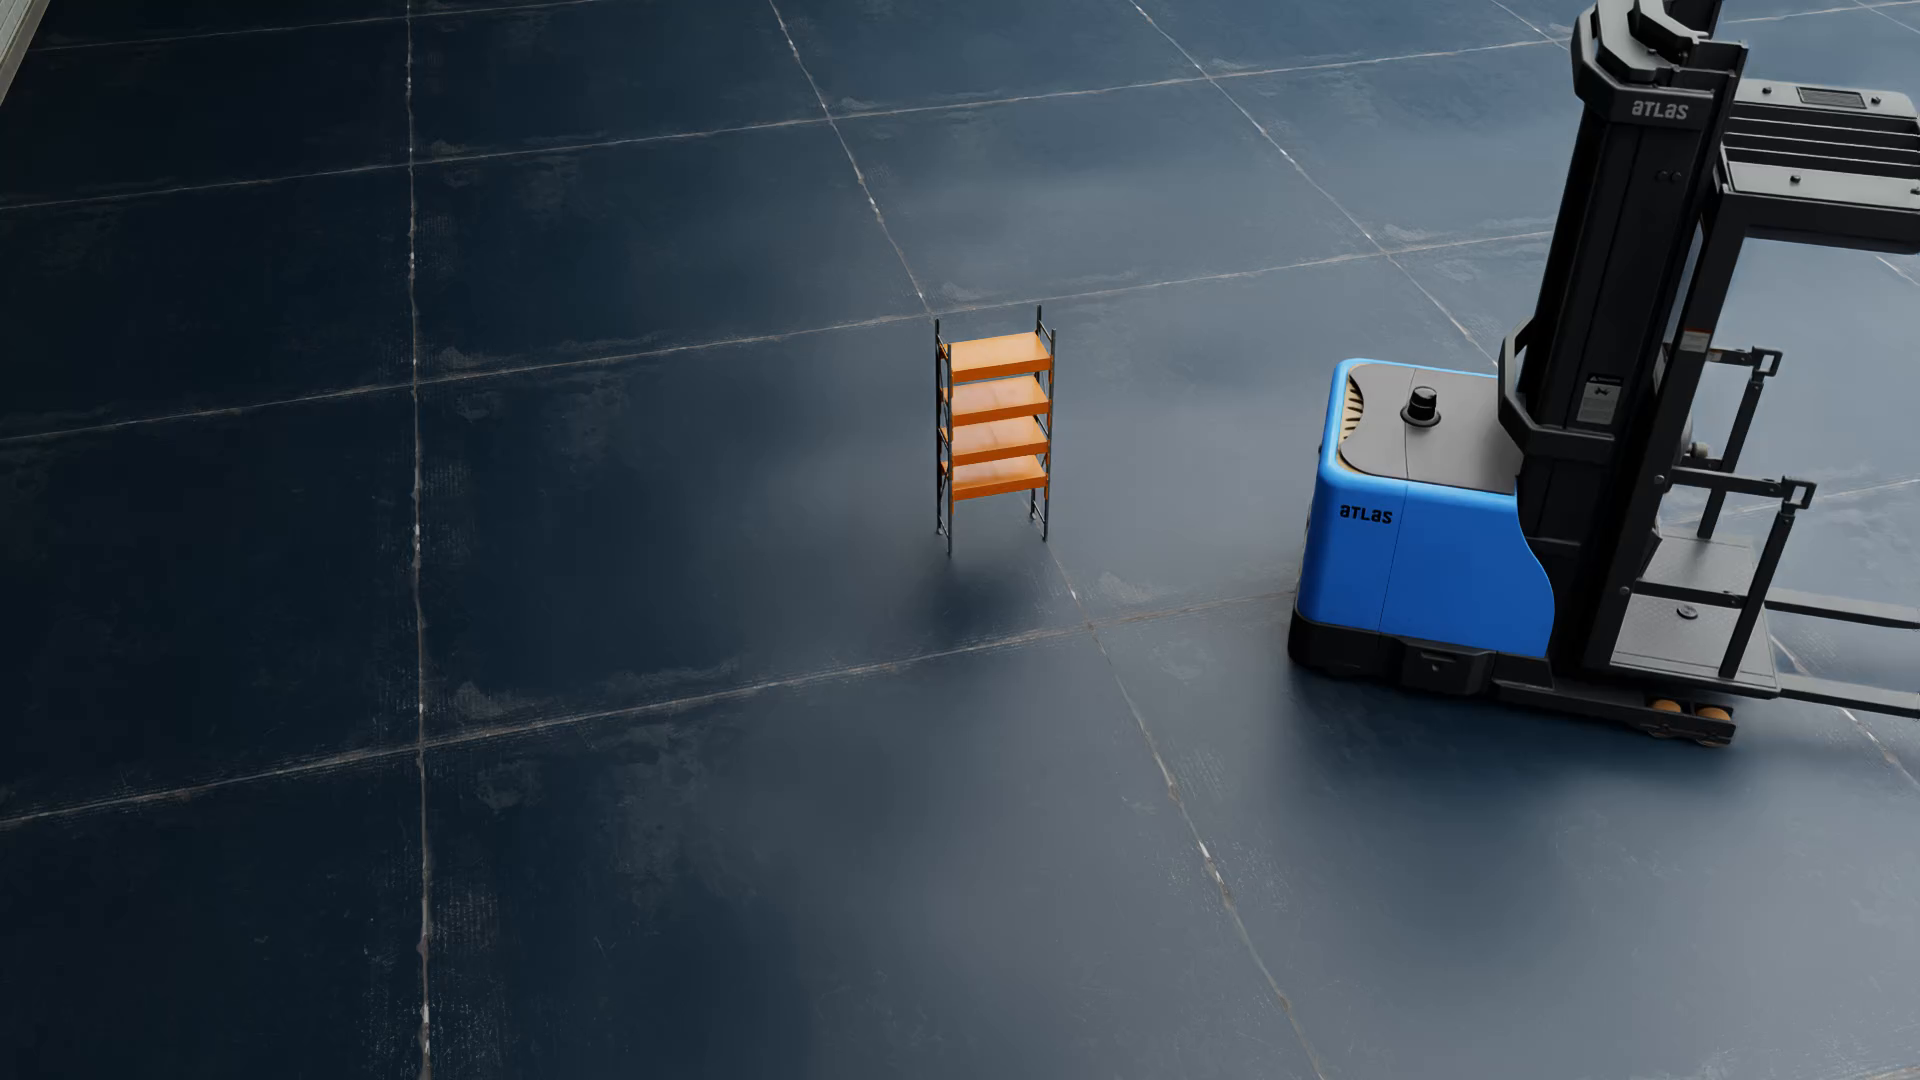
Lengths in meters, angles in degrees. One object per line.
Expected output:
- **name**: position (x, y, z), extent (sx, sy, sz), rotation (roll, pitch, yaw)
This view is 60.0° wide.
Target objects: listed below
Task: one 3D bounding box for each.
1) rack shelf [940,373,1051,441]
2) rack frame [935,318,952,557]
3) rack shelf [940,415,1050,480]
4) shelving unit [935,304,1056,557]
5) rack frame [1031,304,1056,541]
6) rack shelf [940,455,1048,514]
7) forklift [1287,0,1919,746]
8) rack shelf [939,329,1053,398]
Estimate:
- **rack shelf**: position (0.160, -0.627, 7.804), extent (0.480, 0.148, 0.258), rotation (-9, 38, -12)
- **rack frame**: position (-0.076, -0.464, 7.849), extent (0.015, 1.200, 0.240), rotation (-9, 38, -12)
- **rack shelf**: position (0.160, -0.449, 7.940), extent (0.480, 0.148, 0.258), rotation (-9, 38, -12)
- **shelving unit**: position (0.160, -0.503, 7.899), extent (0.503, 1.200, 0.258), rotation (-9, 38, -12)
- **rack frame**: position (0.395, -0.541, 7.950), extent (0.015, 1.200, 0.240), rotation (-9, 38, -12)
- **rack shelf**: position (0.160, -0.292, 8.061), extent (0.480, 0.148, 0.258), rotation (-9, 38, -12)
- **forklift**: position (3.046, -0.646, 6.661), extent (3.031, 2.935, 1.130), rotation (9, 38, 11)
- **rack shelf**: position (0.160, -0.815, 7.660), extent (0.480, 0.148, 0.258), rotation (-9, 38, -12)
